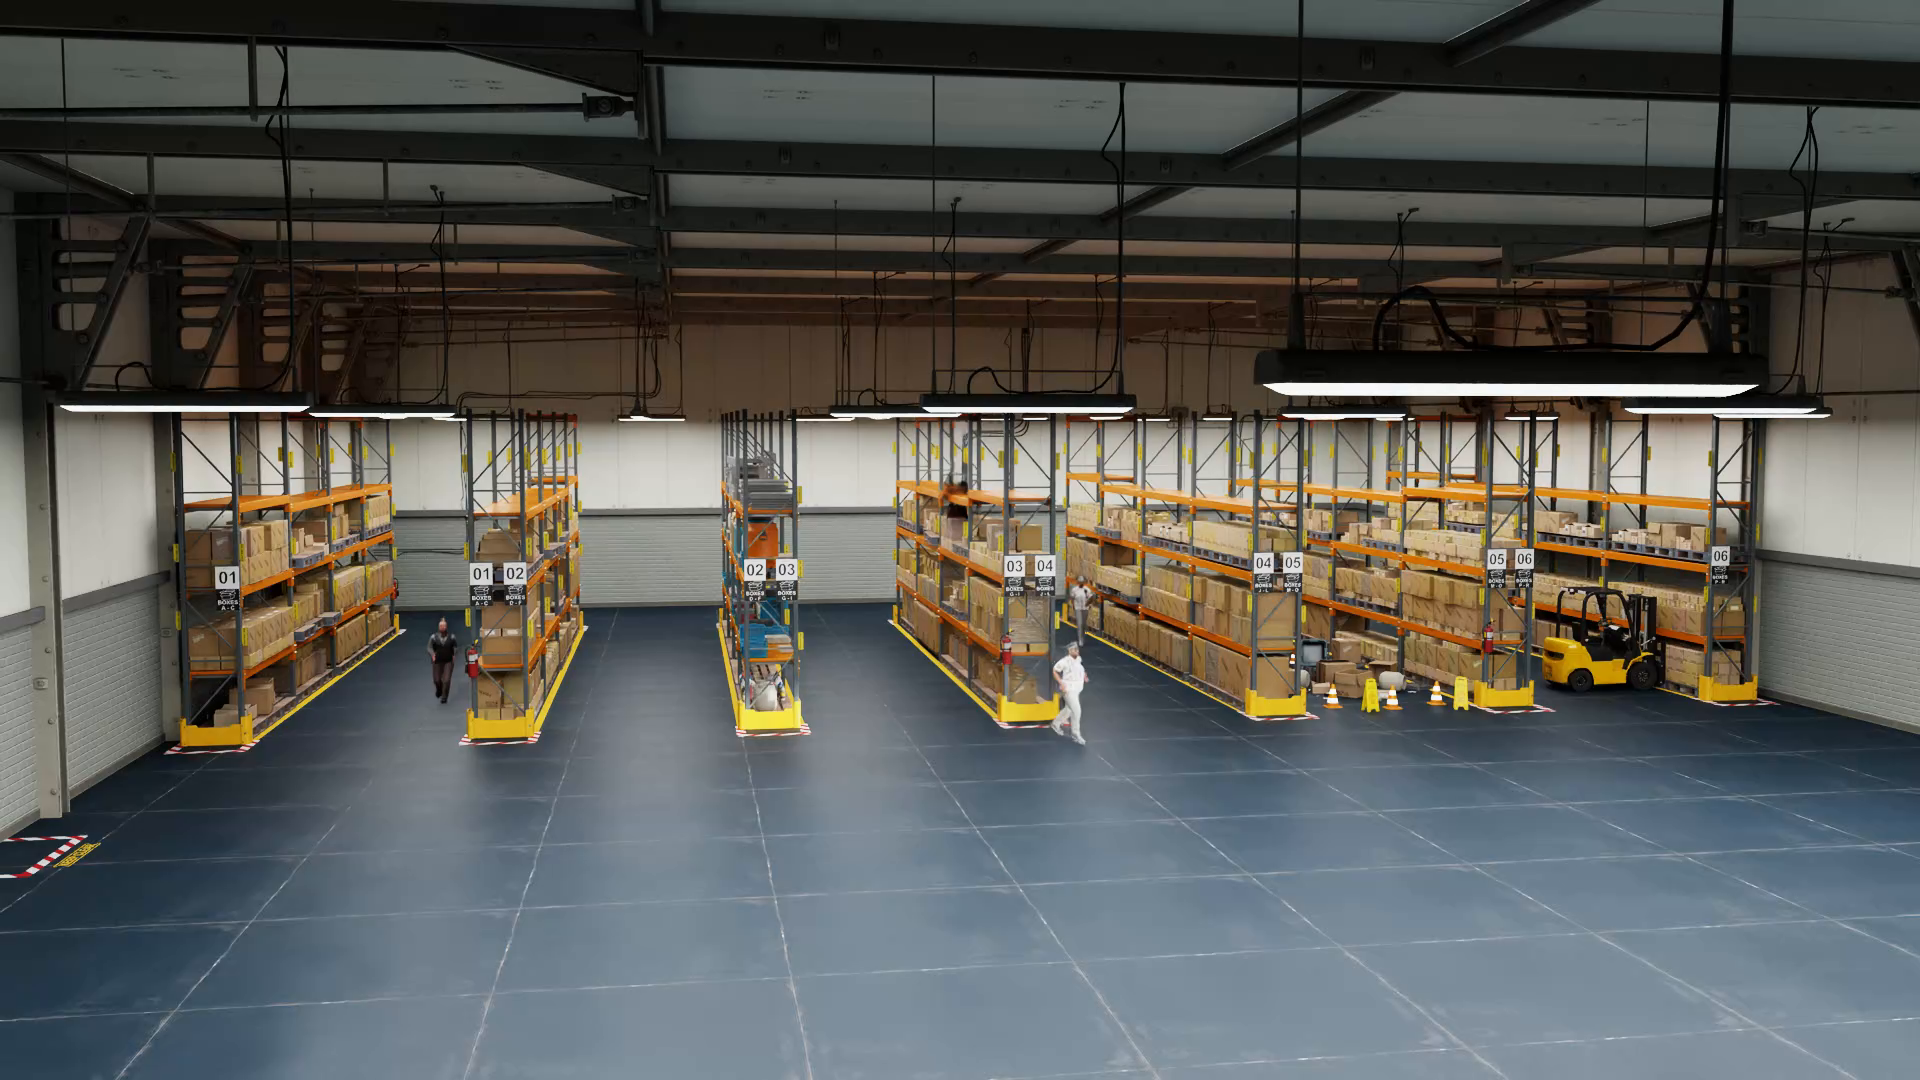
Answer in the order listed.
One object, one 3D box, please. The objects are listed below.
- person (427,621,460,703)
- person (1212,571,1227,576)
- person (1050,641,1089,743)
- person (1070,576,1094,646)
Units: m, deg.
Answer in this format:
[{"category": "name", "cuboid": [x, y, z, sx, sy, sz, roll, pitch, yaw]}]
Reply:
[{"category": "person", "cuboid": [-10.594, 2.505, 34.116, 0.646, 1.674, 0.580, -1, 4, -17]}, {"category": "person", "cuboid": [7.989, 1.311, 50.752, 0.673, 1.724, 0.696, 0, 4, 4]}, {"category": "person", "cuboid": [1.982, 2.738, 30.146, 0.819, 1.843, 0.635, 3, 5, 37]}, {"category": "person", "cuboid": [3.019, 1.742, 41.165, 0.573, 1.731, 0.813, 0, 4, -1]}]
